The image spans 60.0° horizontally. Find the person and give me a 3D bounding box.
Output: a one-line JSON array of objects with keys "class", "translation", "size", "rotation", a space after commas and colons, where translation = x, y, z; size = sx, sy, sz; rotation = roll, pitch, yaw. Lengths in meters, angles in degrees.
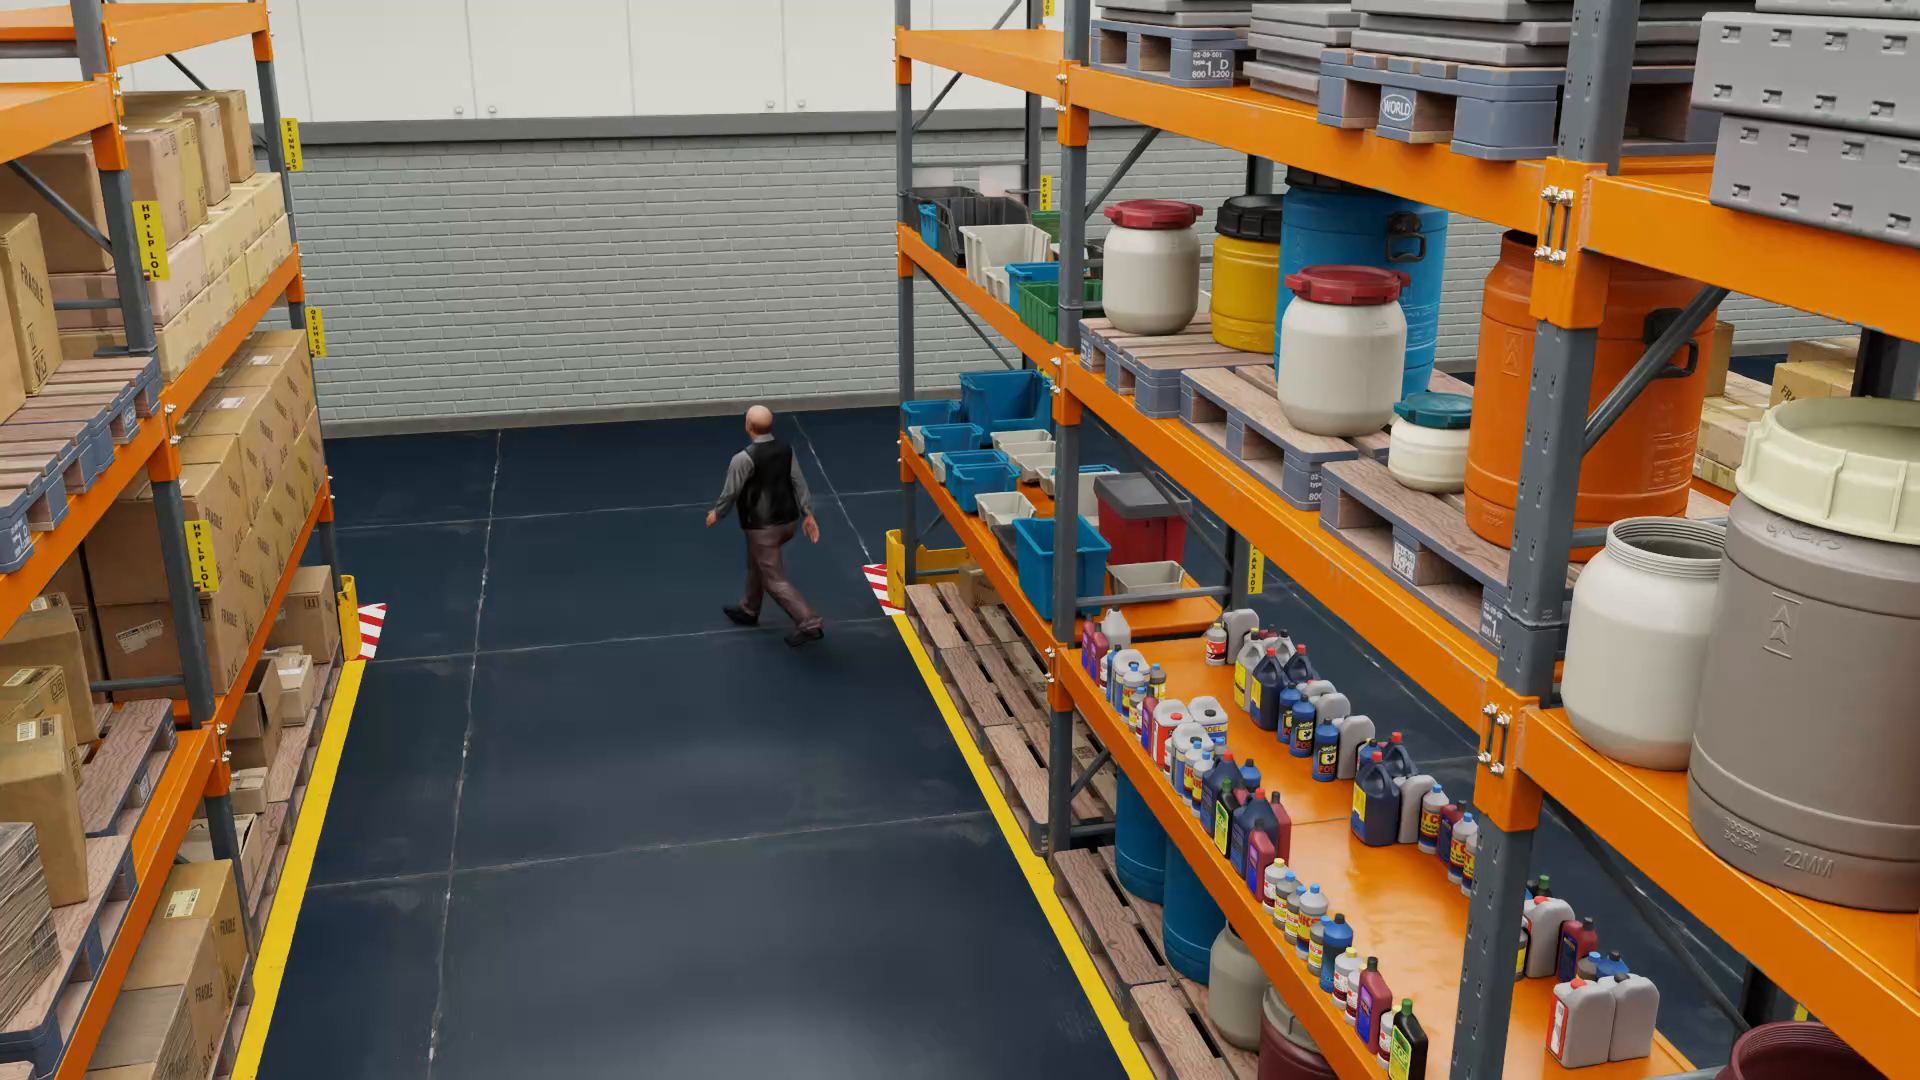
[{"class": "person", "translation": [-1.317, -0.067, 11.561], "size": [1.117, 1.566, 0.597], "rotation": [15, 25, 37]}]
